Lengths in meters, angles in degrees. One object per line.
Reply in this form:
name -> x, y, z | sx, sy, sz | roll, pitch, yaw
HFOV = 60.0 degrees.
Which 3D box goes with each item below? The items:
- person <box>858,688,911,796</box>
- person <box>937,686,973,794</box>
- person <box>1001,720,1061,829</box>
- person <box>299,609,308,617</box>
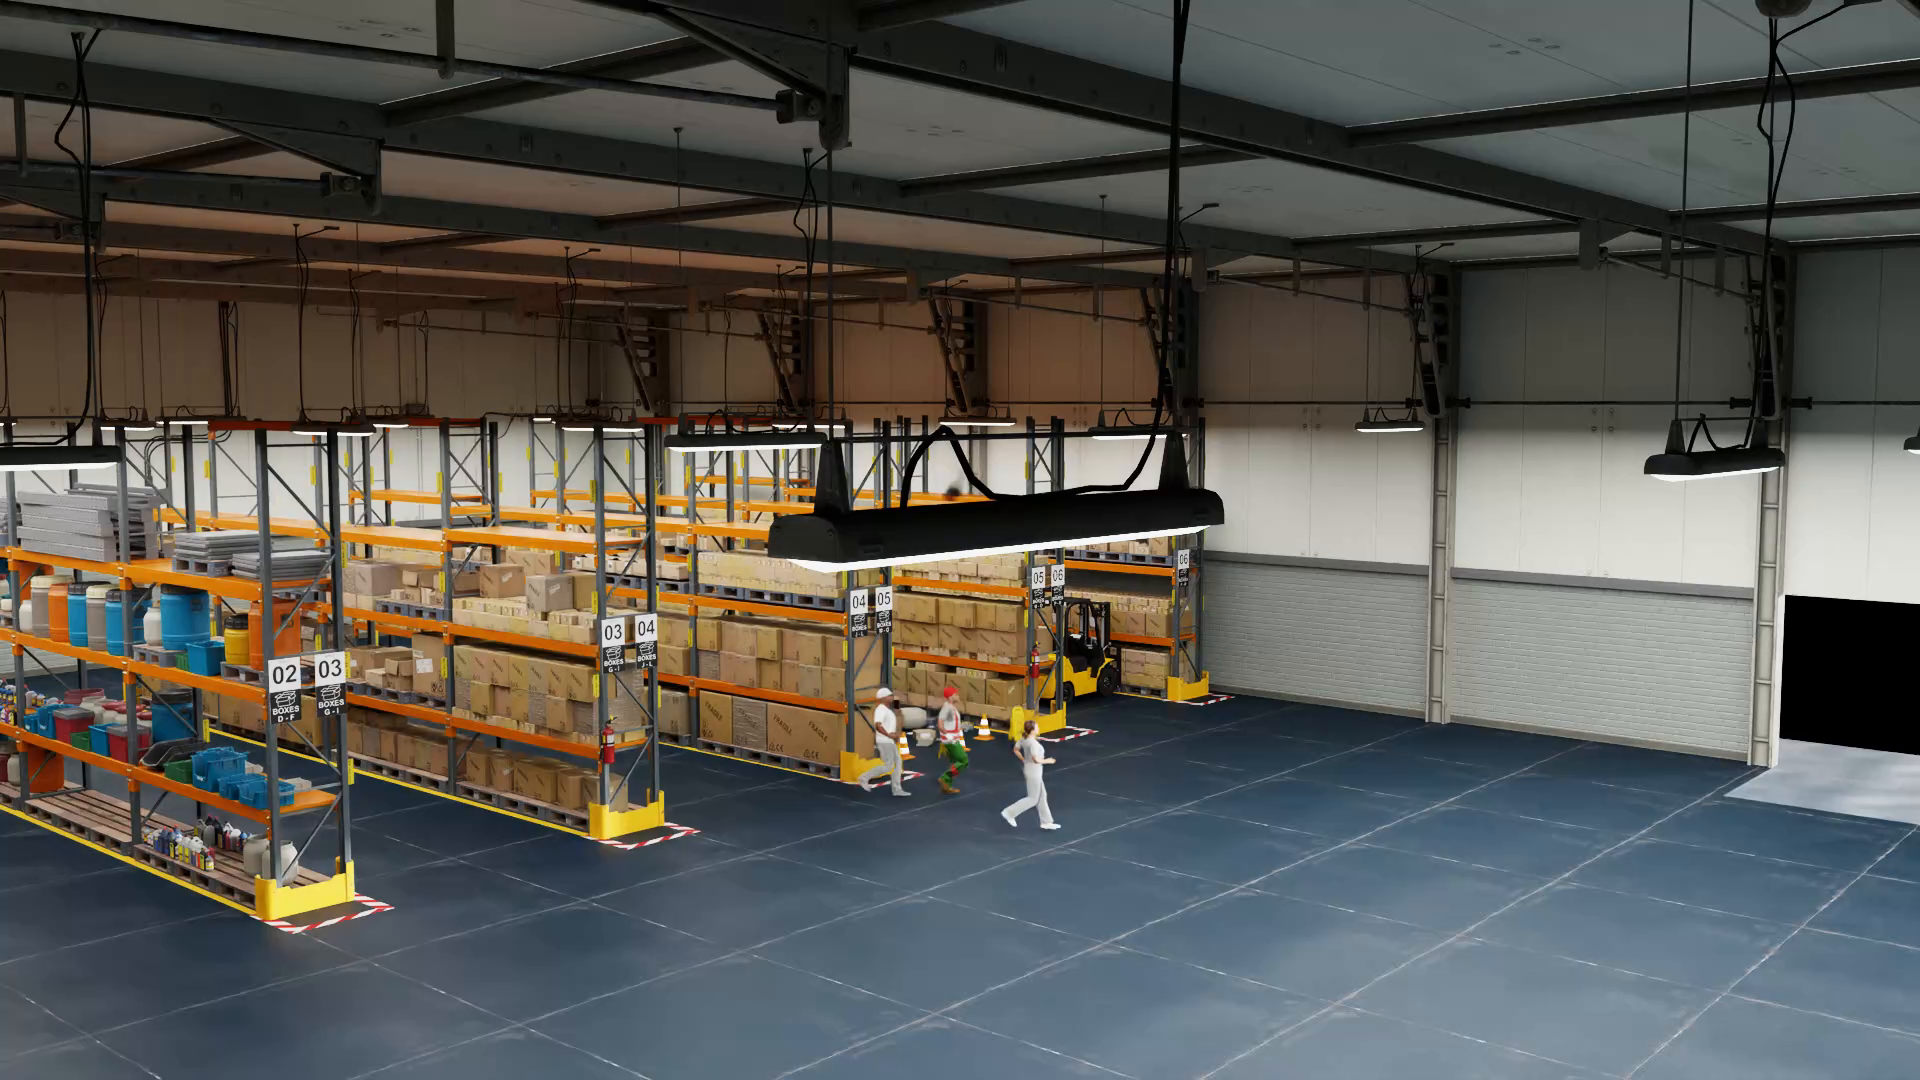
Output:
person -> -1.194, 3.245, 26.804 | 0.860, 1.718, 0.763 | 0, 5, 4
person -> -0.072, 3.231, 26.808 | 0.565, 1.749, 0.665 | 0, 5, 1
person -> 1.043, 3.462, 24.430 | 0.935, 1.663, 0.568 | -1, 5, -16
person -> -14.883, 2.366, 37.482 | 0.694, 1.781, 0.708 | 1, 5, 7
